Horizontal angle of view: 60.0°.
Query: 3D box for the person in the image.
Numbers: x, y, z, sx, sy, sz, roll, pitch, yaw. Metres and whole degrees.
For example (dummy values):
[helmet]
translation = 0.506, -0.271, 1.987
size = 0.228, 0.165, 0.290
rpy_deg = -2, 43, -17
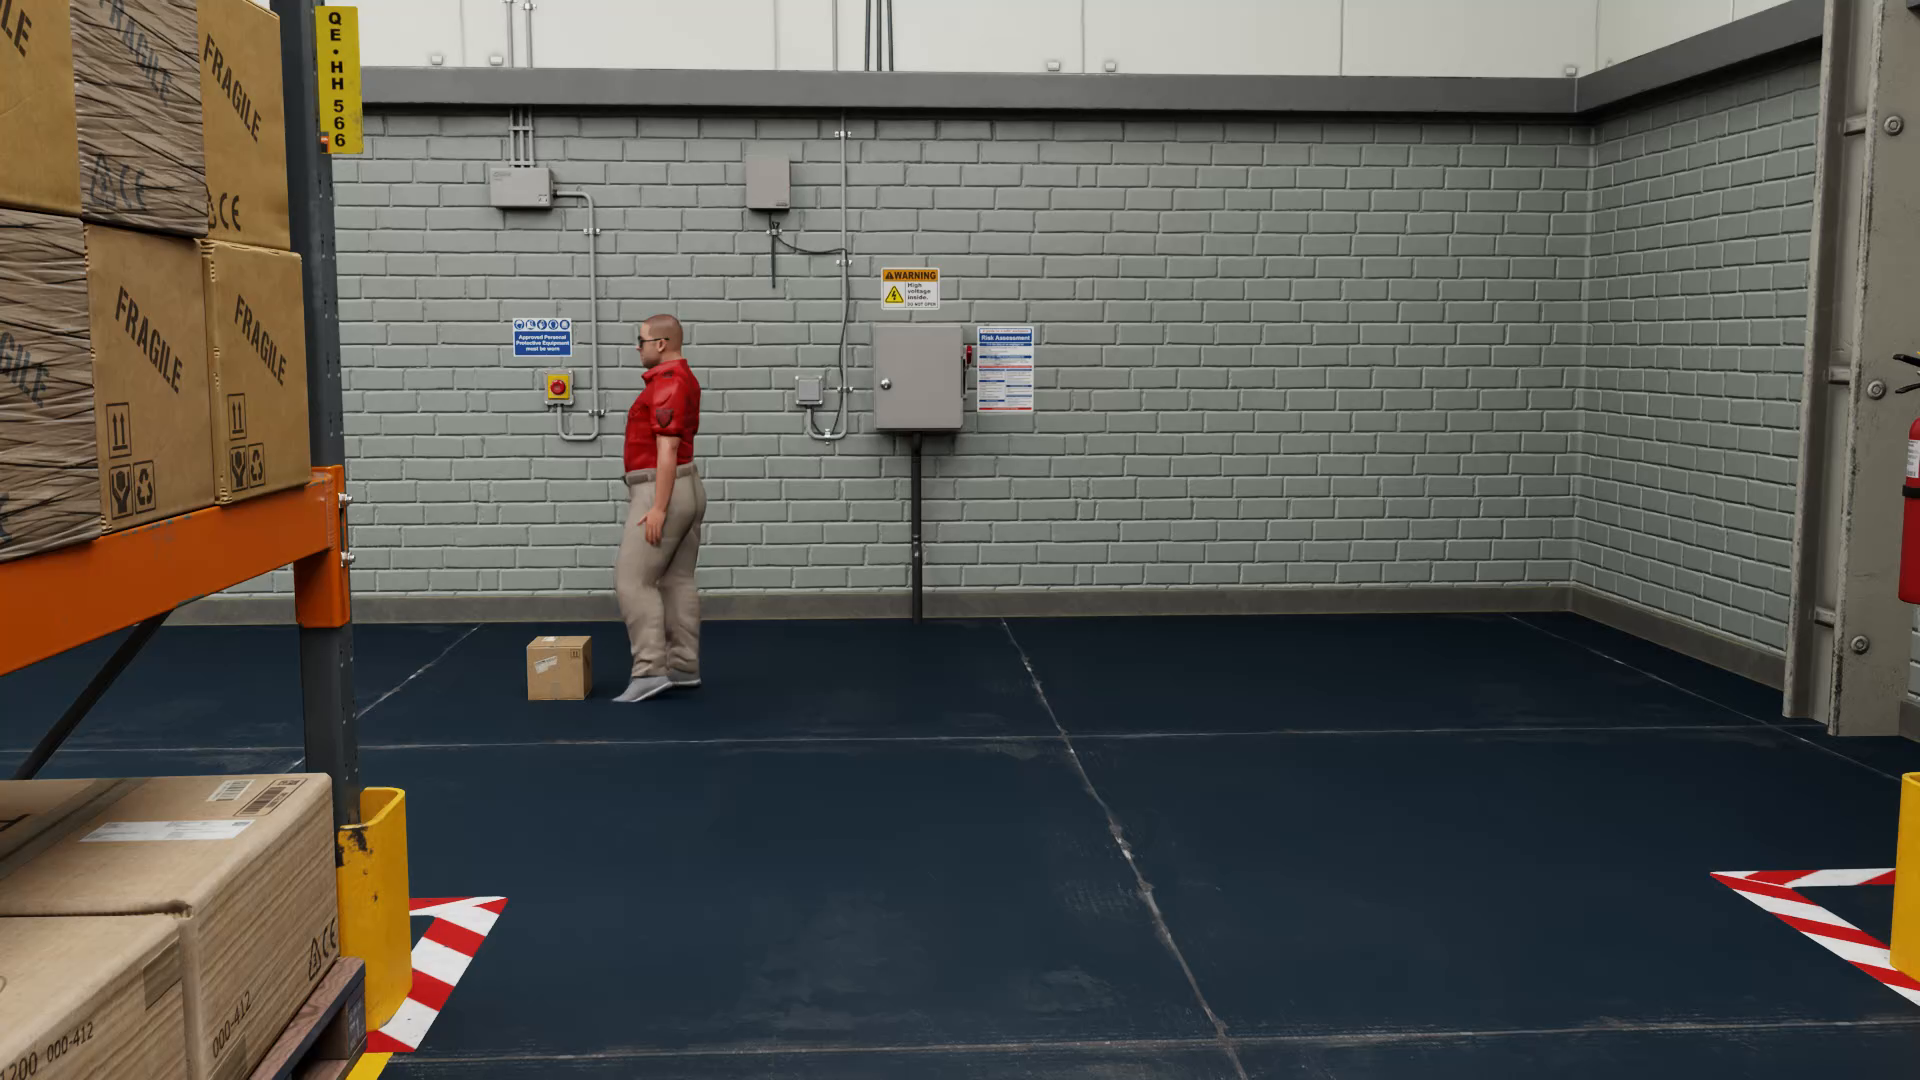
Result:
[person]
translation = -1.385, -0.134, 7.633
size = 0.409, 1.791, 0.573
rpy_deg = 1, 7, 6
